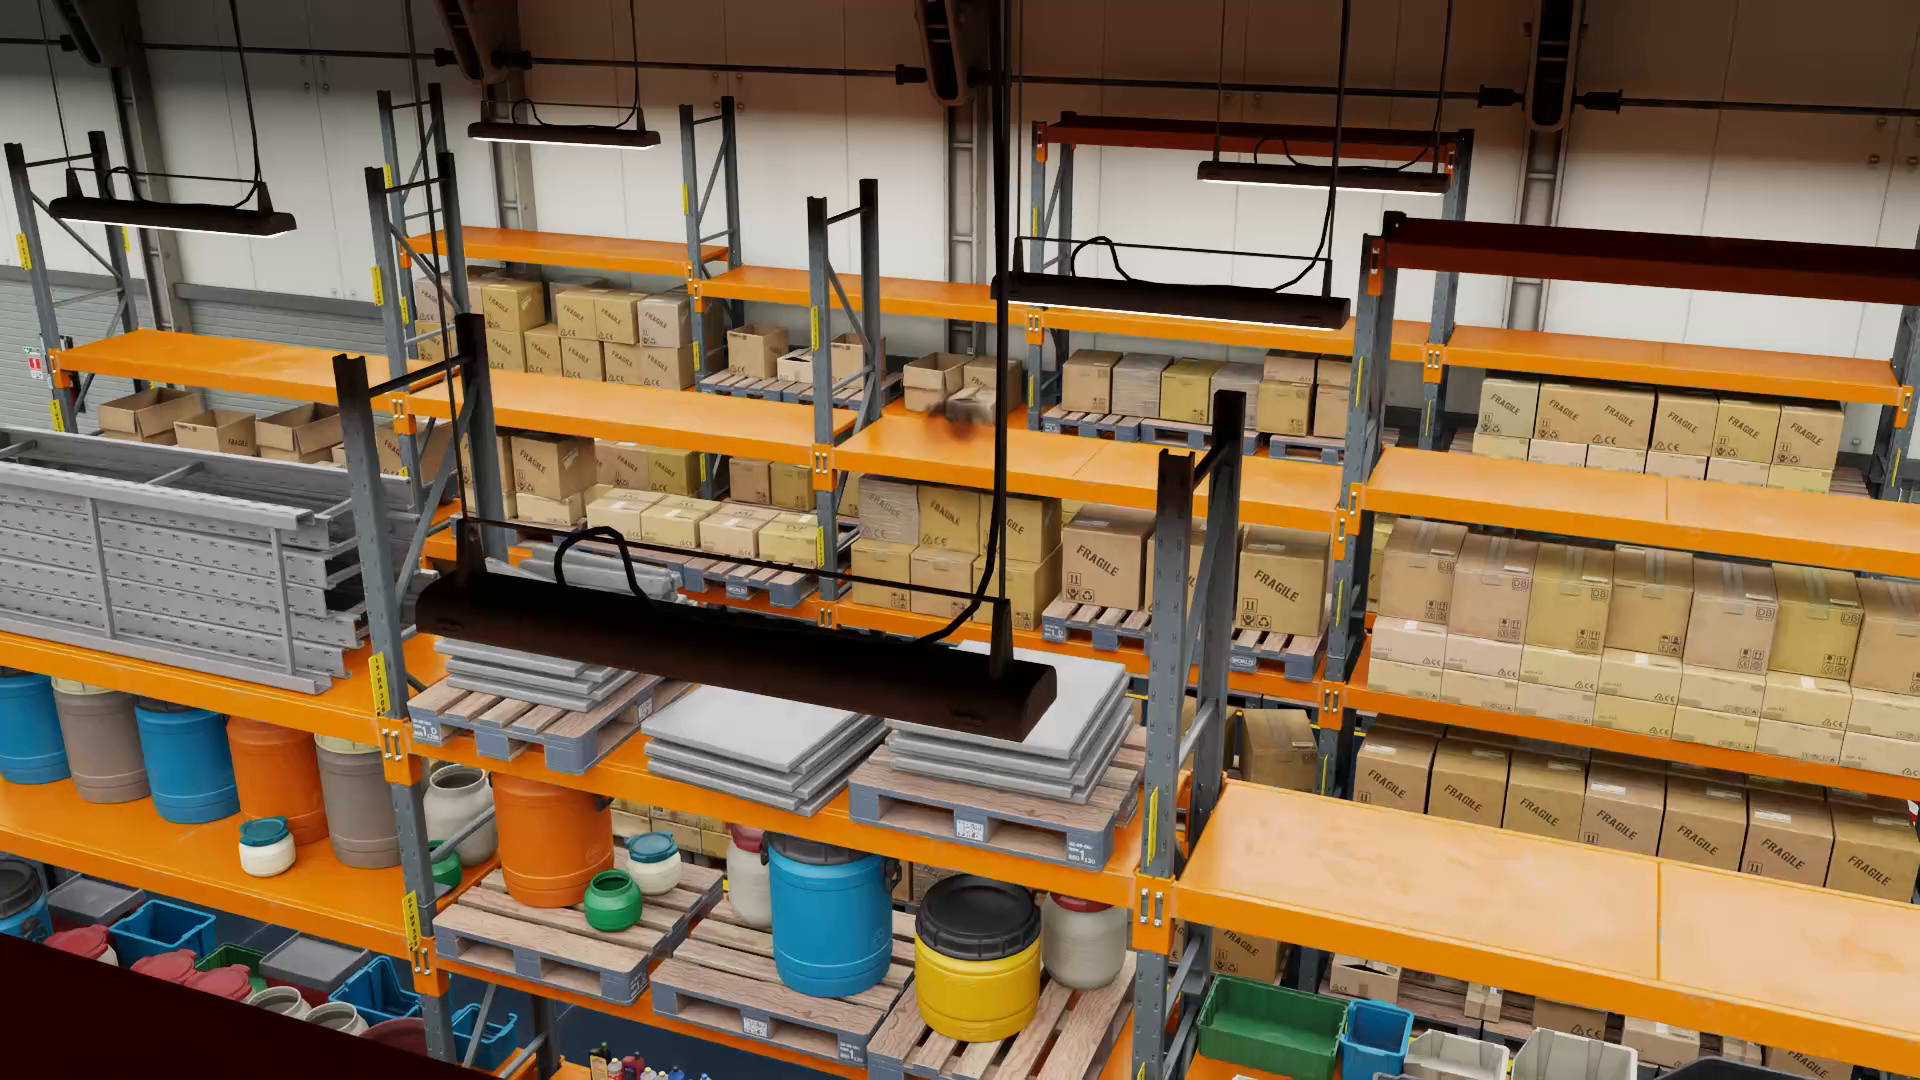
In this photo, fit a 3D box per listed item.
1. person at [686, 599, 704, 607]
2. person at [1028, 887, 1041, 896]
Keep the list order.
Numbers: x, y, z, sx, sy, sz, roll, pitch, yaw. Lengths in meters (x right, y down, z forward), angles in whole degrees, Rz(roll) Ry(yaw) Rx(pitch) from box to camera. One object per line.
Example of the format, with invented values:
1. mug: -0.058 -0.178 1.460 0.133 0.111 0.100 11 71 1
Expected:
1. person: -2.991 0.892 17.860 0.565 1.746 0.396 10 23 24
2. person: 0.198 2.888 12.470 1.006 1.584 0.578 8 22 20
